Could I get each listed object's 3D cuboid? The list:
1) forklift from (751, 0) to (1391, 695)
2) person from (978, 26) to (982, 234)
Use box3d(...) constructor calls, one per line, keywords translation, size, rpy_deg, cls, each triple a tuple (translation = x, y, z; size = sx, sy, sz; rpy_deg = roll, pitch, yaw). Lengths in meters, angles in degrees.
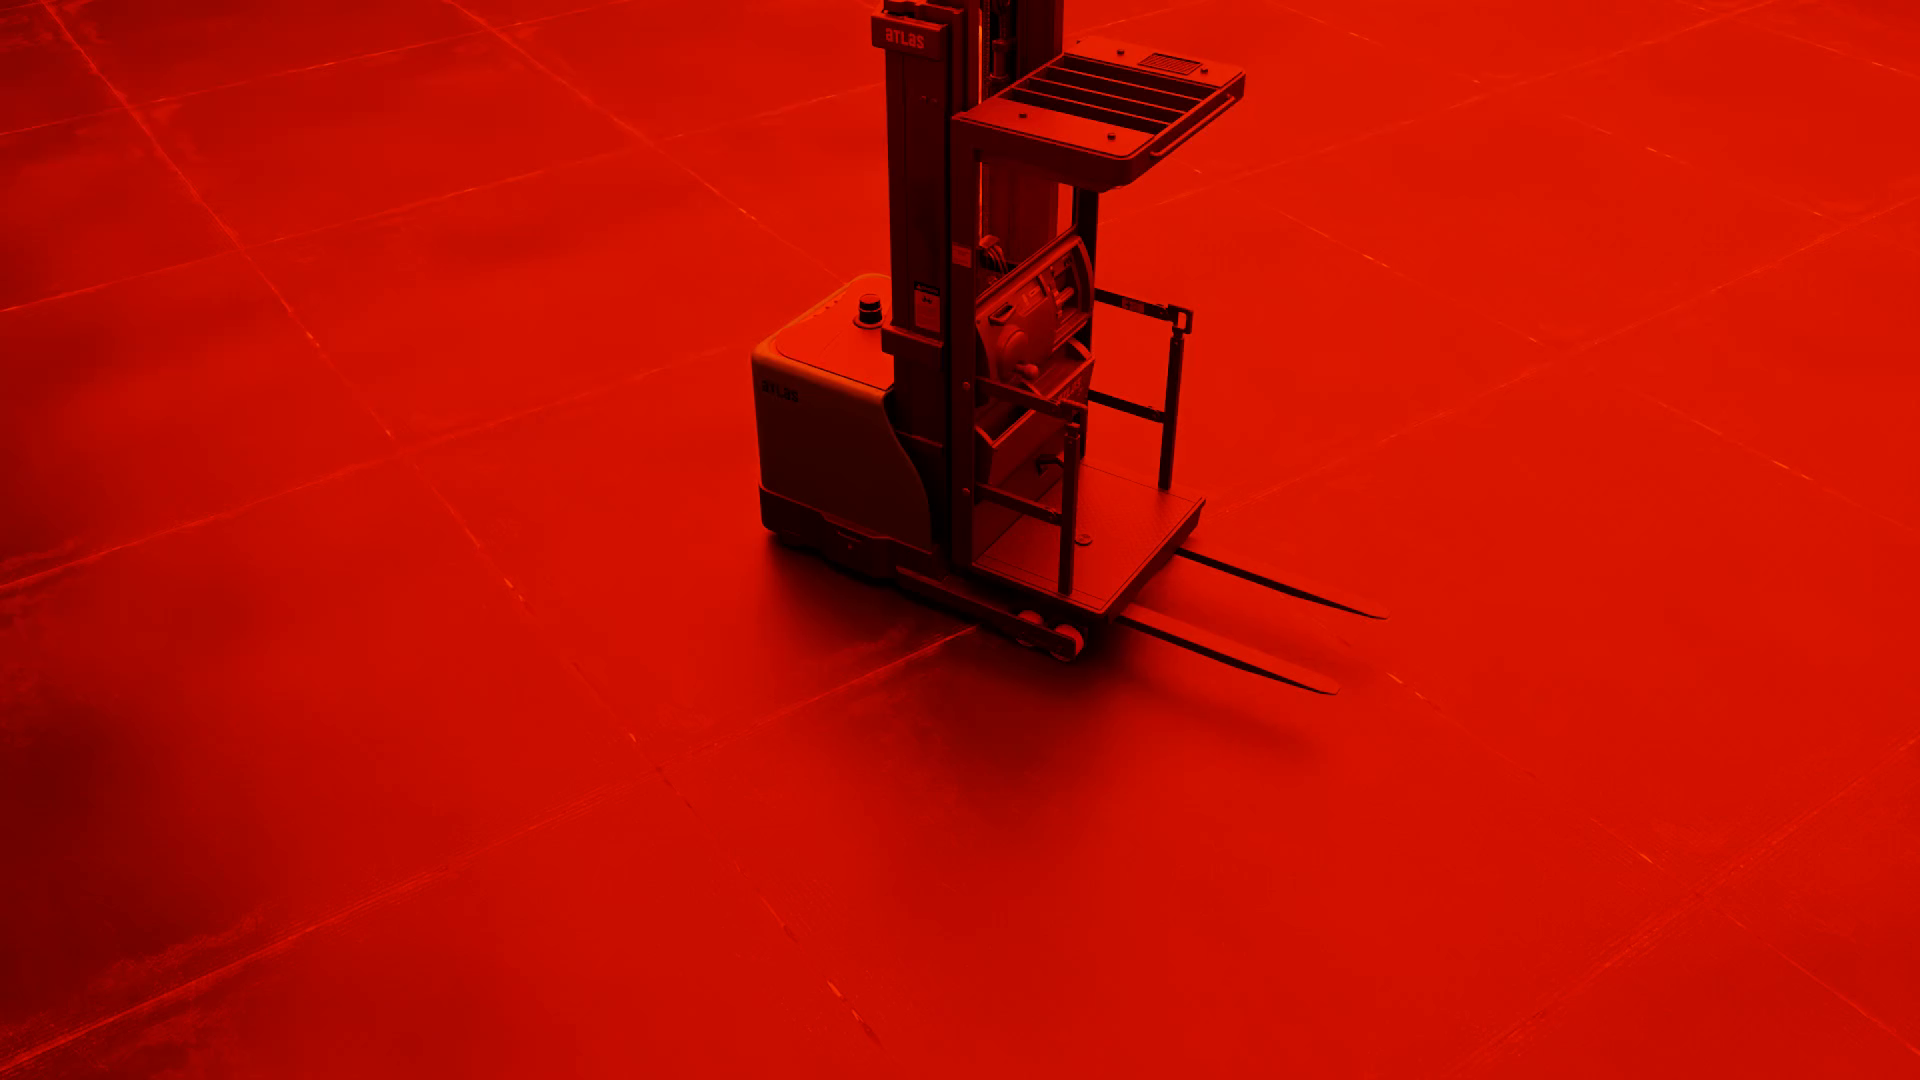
box3d(translation=(0.514, -0.985, 7.276), size=(3.031, 2.935, 1.130), rpy_deg=(21, 41, 26), cls="forklift")
box3d(translation=(-0.095, -2.691, 10.533), size=(0.636, 1.789, 0.562), rpy_deg=(-17, 40, -21), cls="person")
